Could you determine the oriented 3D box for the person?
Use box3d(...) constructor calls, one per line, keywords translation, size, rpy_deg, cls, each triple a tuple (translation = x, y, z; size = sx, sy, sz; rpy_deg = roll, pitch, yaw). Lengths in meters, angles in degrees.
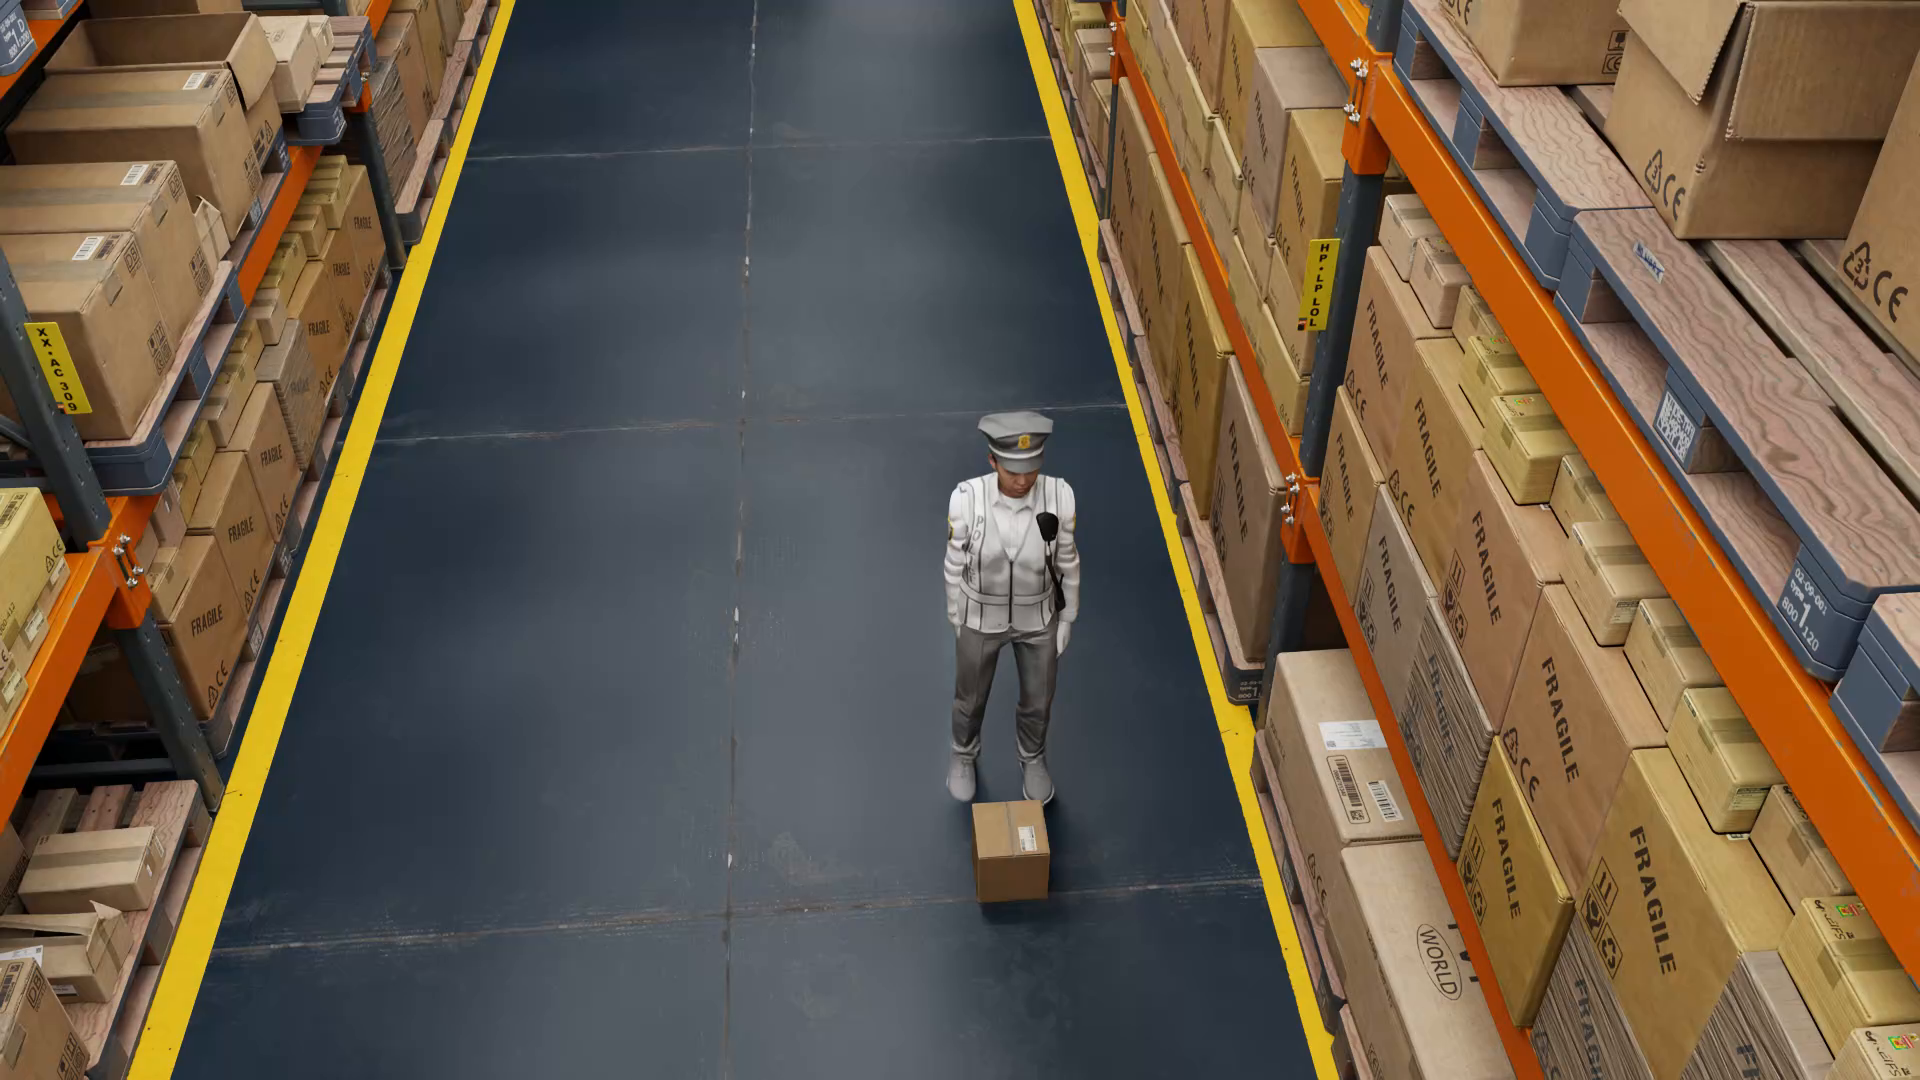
box3d(translation=(0.180, 0.274, 5.831), size=(0.470, 1.703, 0.322), rpy_deg=(-2, 39, -3), cls="person")
